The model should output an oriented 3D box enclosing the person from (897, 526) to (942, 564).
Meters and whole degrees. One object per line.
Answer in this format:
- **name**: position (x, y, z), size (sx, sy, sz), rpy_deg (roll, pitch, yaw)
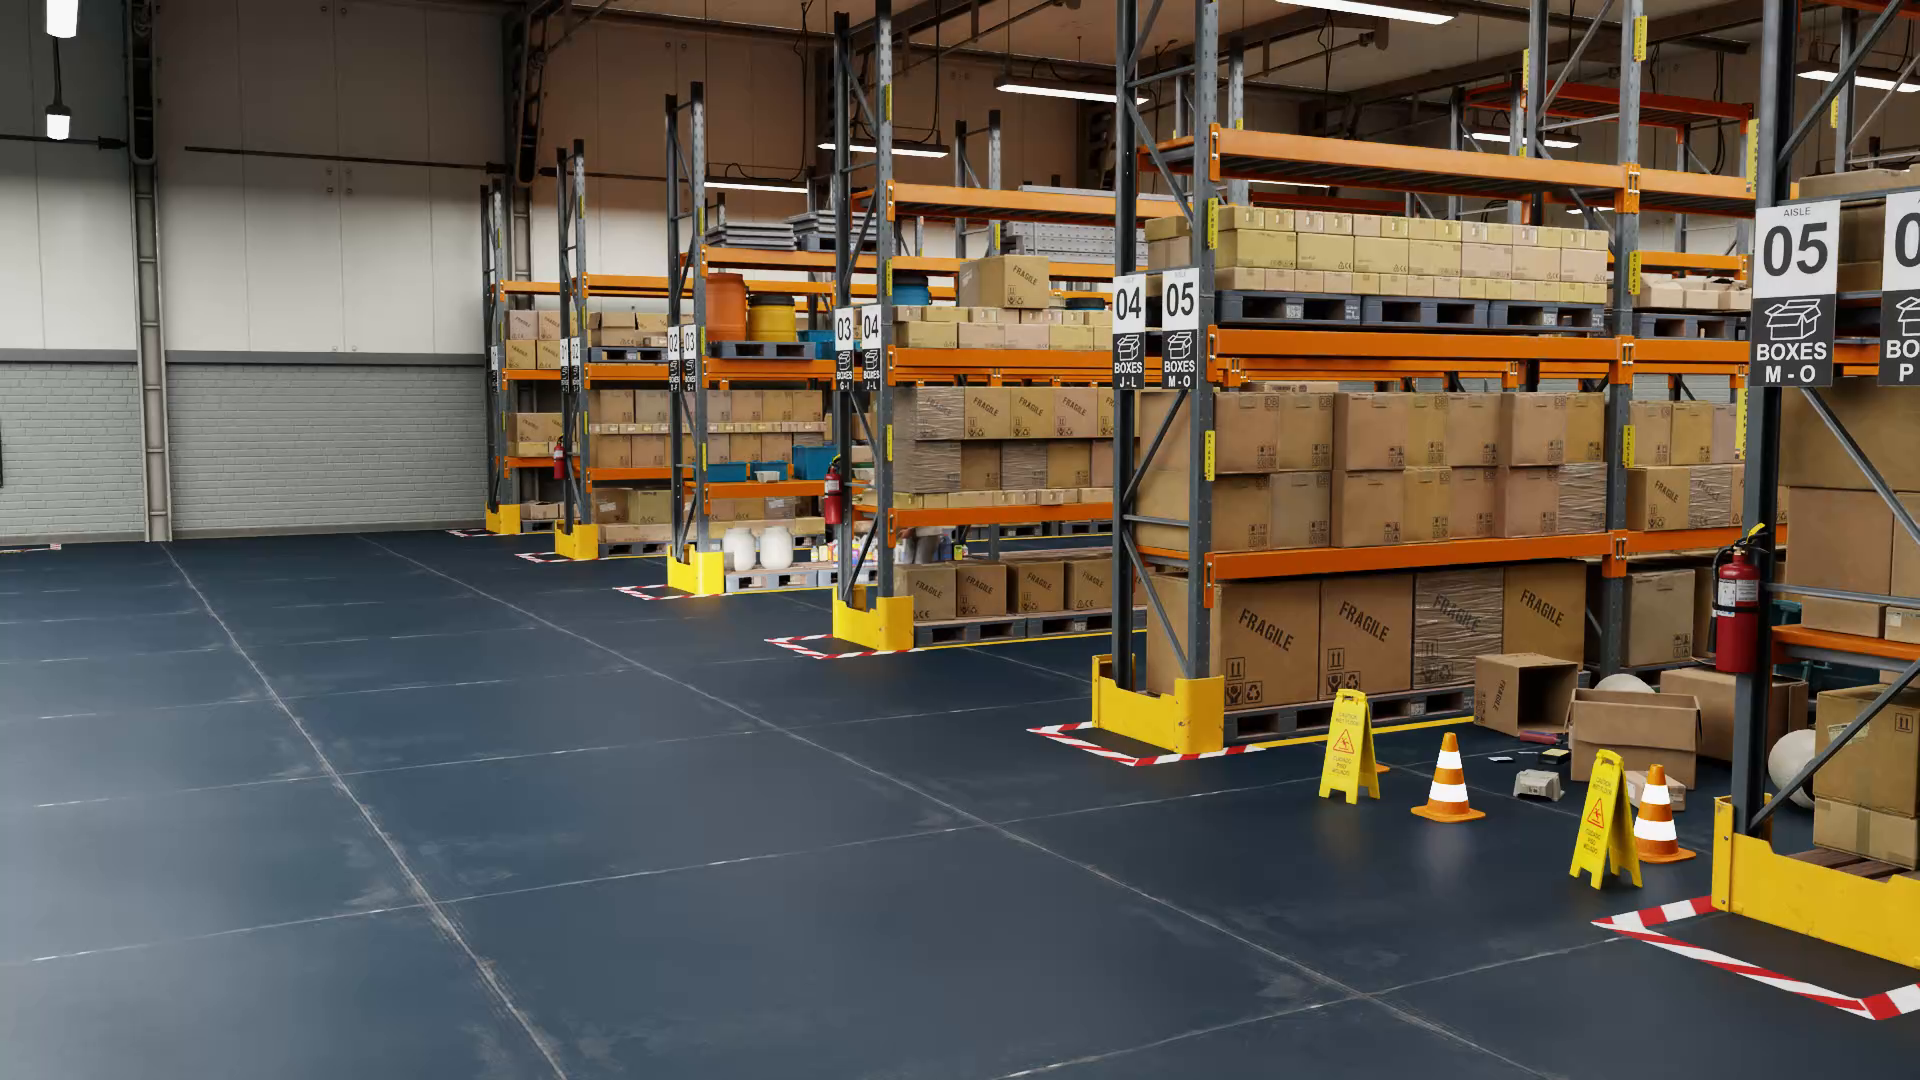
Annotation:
- **person**: position (-0.474, -0.036, 17.544), size (0.554, 1.768, 0.495), rpy_deg (-3, 6, -30)
